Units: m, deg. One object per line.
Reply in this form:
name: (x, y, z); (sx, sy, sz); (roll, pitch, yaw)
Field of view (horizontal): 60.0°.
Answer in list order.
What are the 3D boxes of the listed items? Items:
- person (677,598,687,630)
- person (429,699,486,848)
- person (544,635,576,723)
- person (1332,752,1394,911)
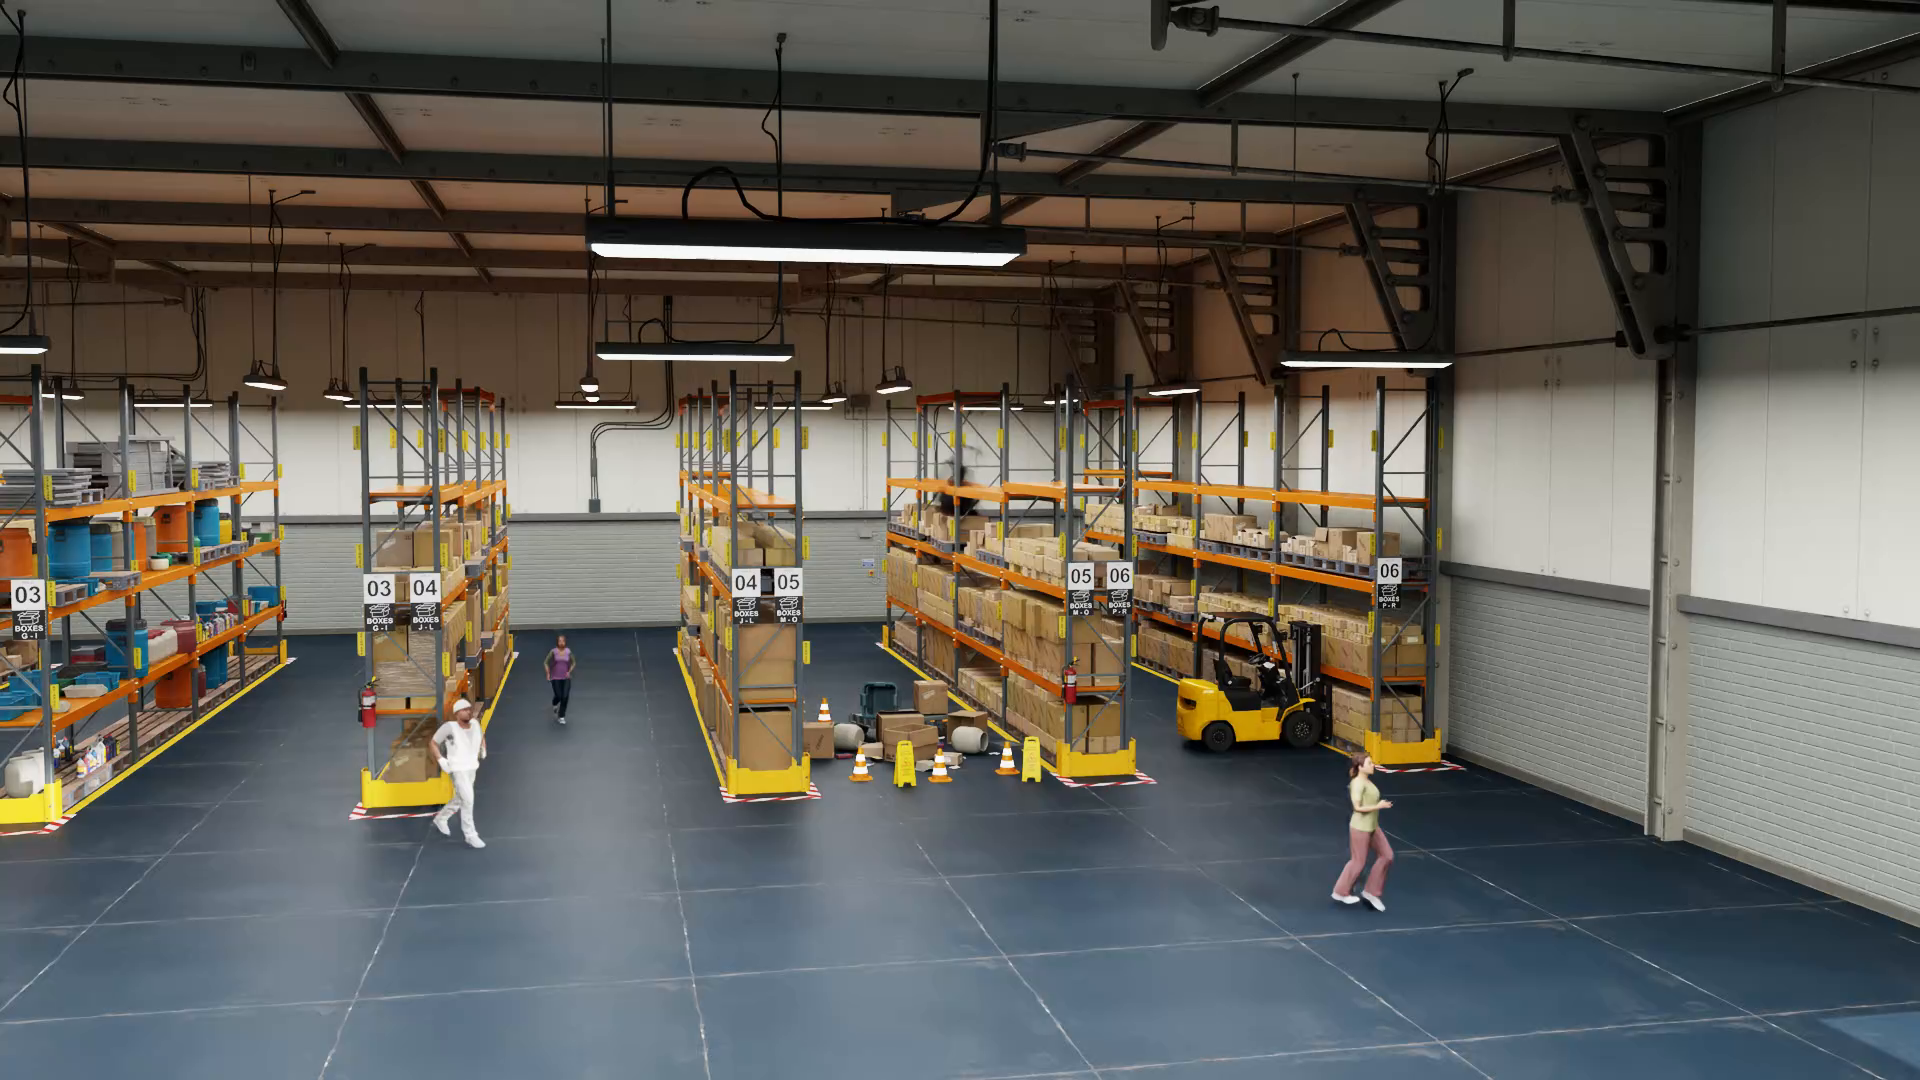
person: (-6.625, 1.736, 40.546); (0.527, 1.738, 0.852); (-1, 4, -15)
person: (-6.181, 2.860, 20.667); (0.894, 1.789, 0.692); (2, 4, 28)
person: (-7.115, 2.475, 29.625); (0.554, 1.561, 0.559); (-1, 4, -23)
person: (4.307, 3.114, 17.737); (0.669, 1.708, 0.542); (2, 4, 32)
